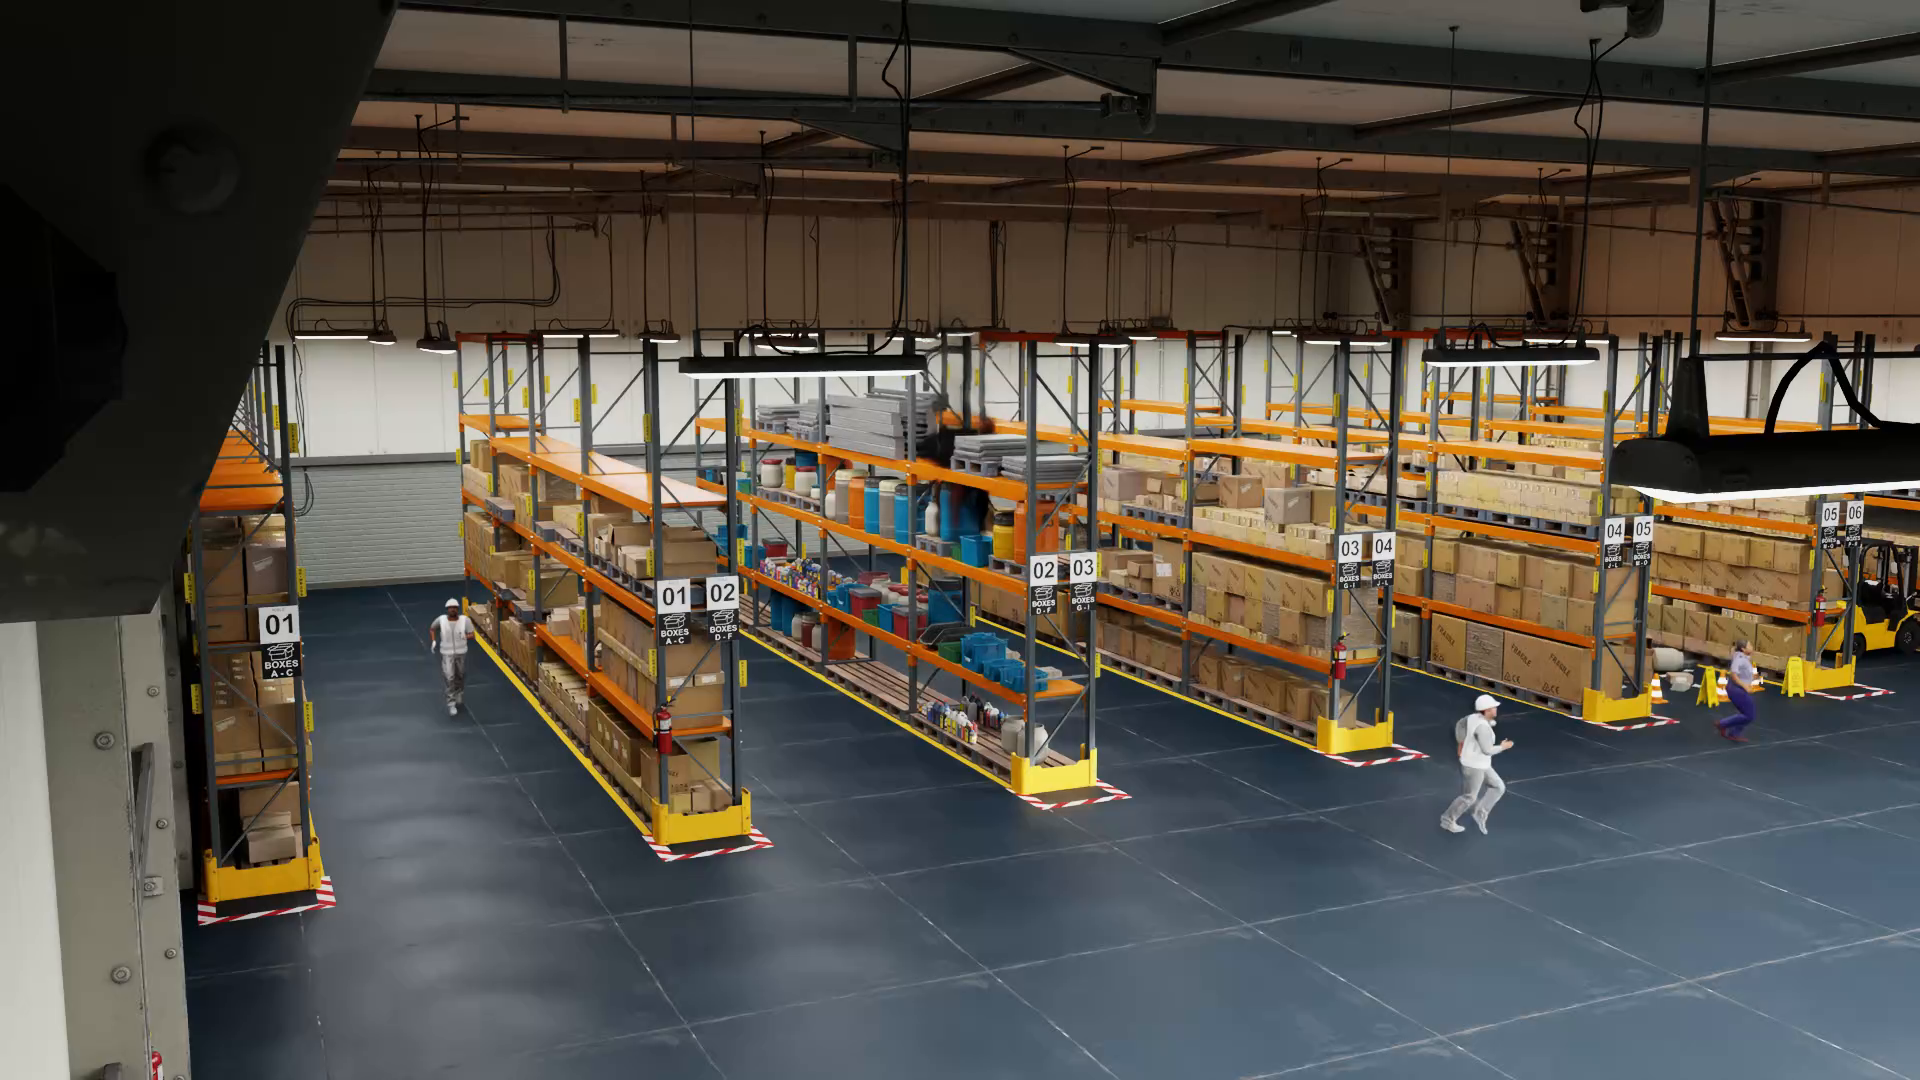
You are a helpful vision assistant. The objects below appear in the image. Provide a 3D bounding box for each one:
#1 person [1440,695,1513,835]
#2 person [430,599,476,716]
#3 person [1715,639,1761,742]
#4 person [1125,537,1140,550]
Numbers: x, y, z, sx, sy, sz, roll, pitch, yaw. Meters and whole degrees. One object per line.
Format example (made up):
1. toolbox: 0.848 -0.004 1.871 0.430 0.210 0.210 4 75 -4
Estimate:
1. person: 6.289 2.738 20.229 0.807 1.763 0.682 2 8 11
2. person: -8.105 1.833 26.649 0.680 1.796 0.903 -3 8 -23
3. person: 11.545 2.241 24.634 0.592 1.594 0.626 2 8 18
4. person: 4.405 -0.202 42.415 0.696 1.743 0.626 -3 8 -22
